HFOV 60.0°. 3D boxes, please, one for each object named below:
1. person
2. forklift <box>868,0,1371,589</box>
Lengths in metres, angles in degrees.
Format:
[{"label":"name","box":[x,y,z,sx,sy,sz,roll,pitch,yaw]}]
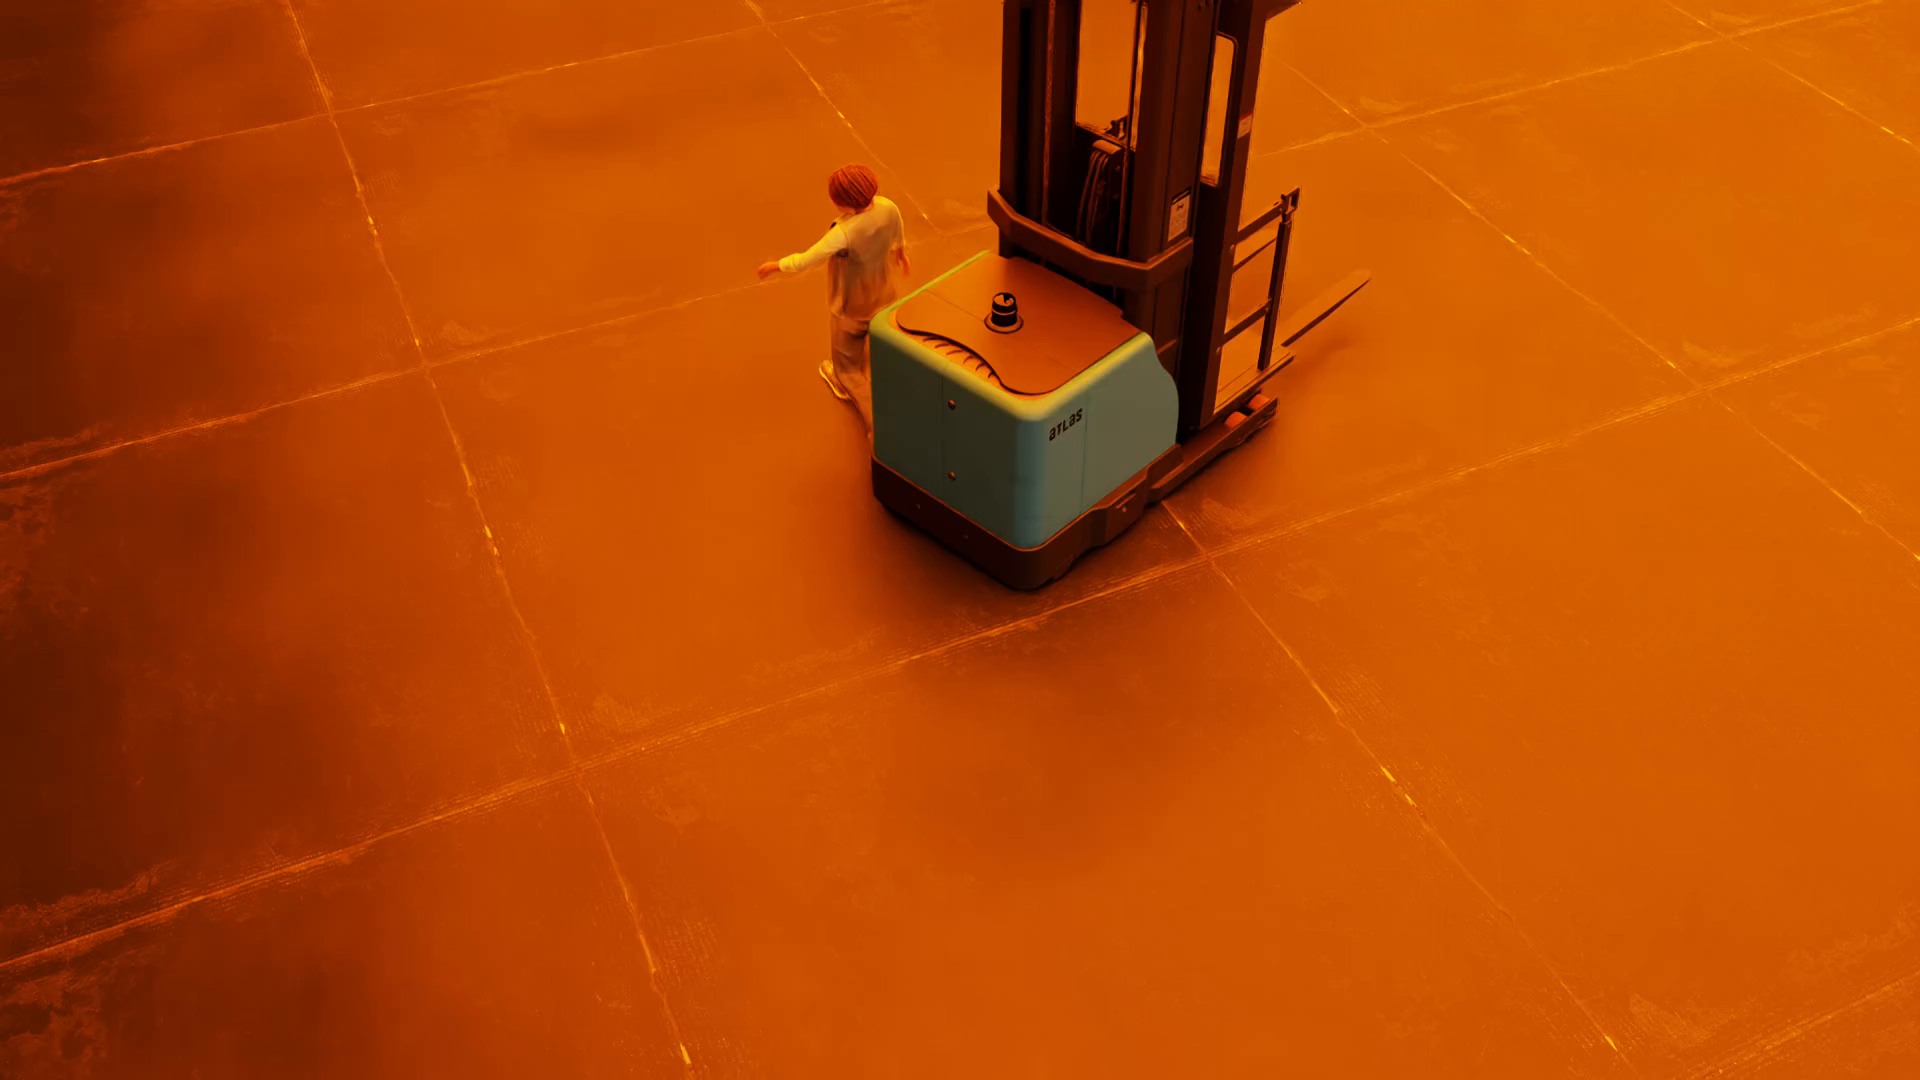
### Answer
[{"label":"person","box":[-0.483,-1.174,8.028,0.800,1.604,0.698,28,50,27]},{"label":"forklift","box":[0.958,-1.762,7.569,1.130,2.935,3.031,33,52,30]}]
